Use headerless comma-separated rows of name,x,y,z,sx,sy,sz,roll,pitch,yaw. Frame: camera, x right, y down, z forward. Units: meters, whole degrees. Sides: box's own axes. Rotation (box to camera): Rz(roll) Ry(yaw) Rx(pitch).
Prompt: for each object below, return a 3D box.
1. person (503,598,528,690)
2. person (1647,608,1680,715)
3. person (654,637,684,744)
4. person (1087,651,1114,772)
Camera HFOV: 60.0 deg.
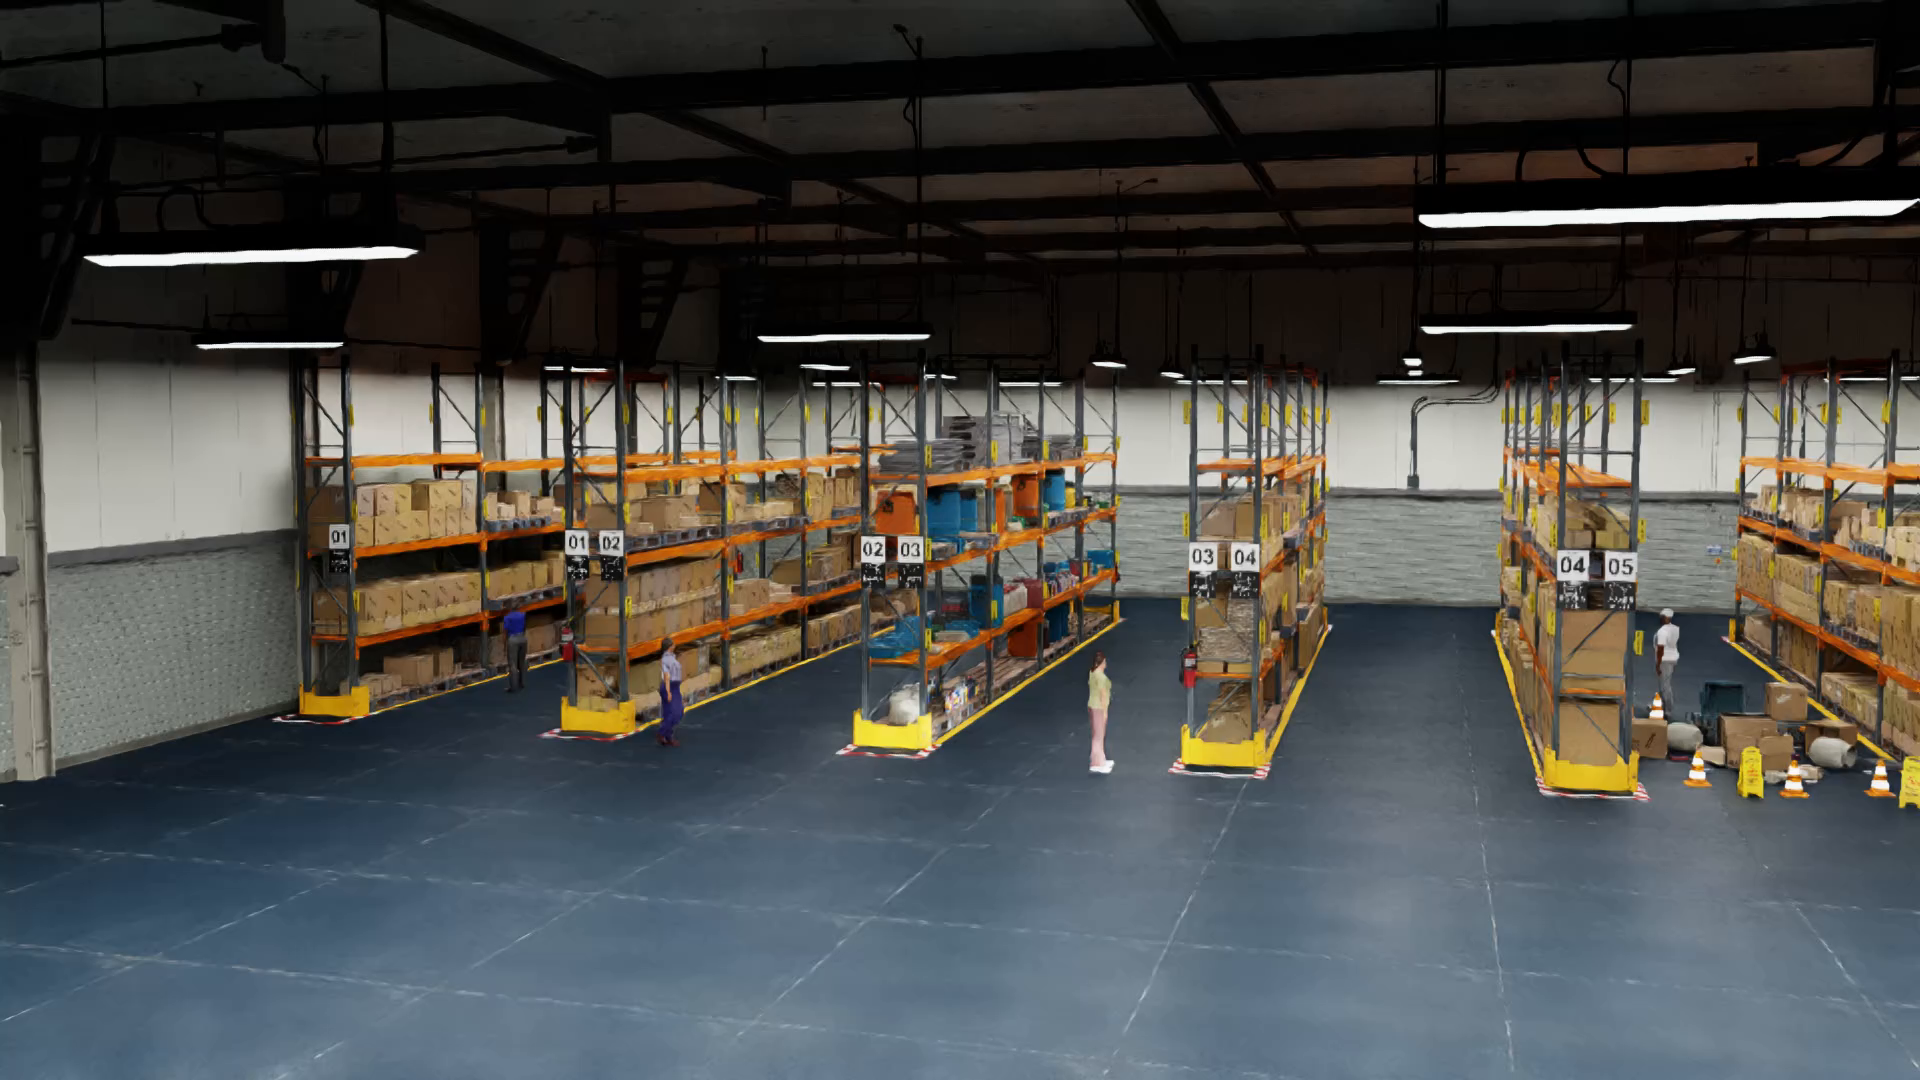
person,-8.137,1.889,30.351,0.497,1.661,0.468,-4,6,-43
person,11.772,2.016,27.876,0.625,1.765,0.497,-4,6,-43
person,-4.418,2.293,25.214,0.426,1.645,0.531,-1,4,-13
person,2.000,2.397,23.415,0.432,1.677,0.499,-1,4,-16
